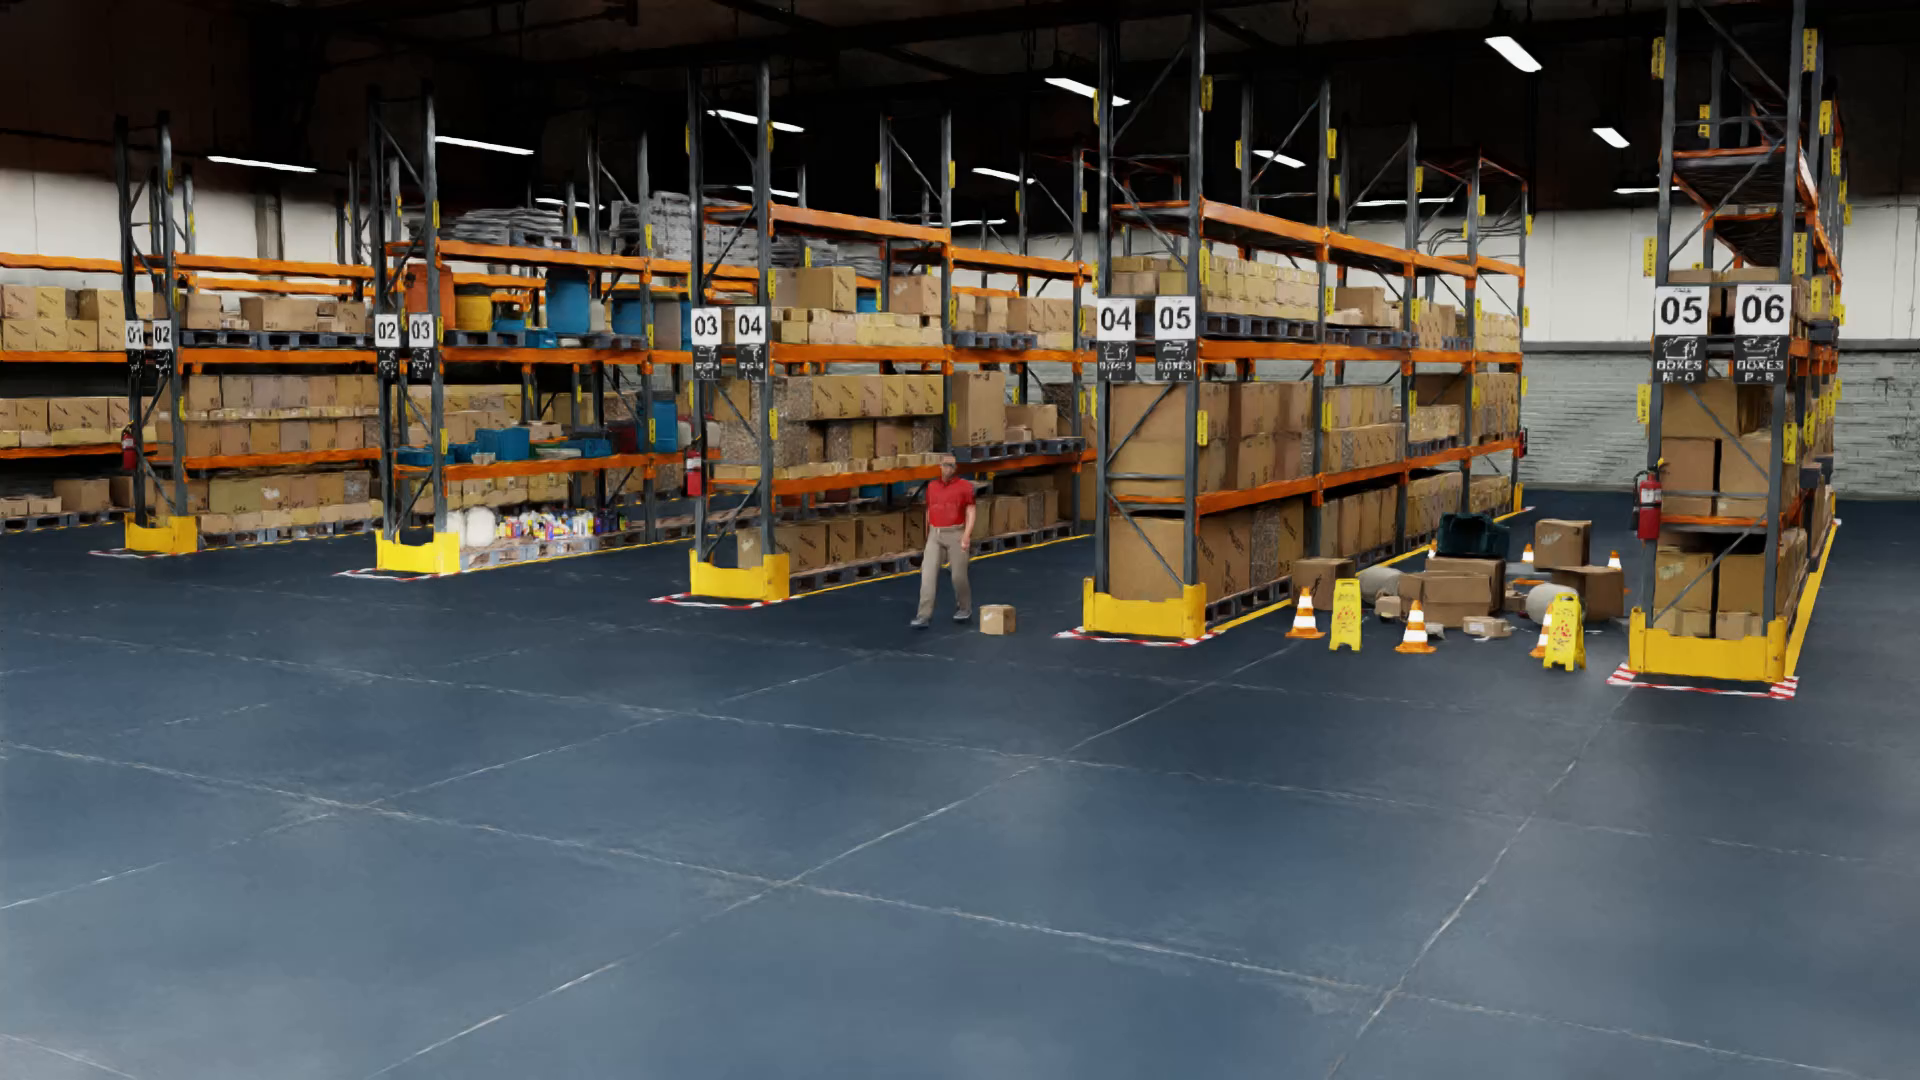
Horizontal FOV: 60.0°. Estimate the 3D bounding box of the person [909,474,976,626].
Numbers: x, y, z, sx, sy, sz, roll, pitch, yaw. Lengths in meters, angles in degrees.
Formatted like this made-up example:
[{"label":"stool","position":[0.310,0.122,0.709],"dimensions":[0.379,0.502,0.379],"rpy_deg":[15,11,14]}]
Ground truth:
[{"label":"person","position":[-0.132,0.096,16.318],"dimensions":[0.541,1.483,0.915],"rpy_deg":[2,6,18]}]
